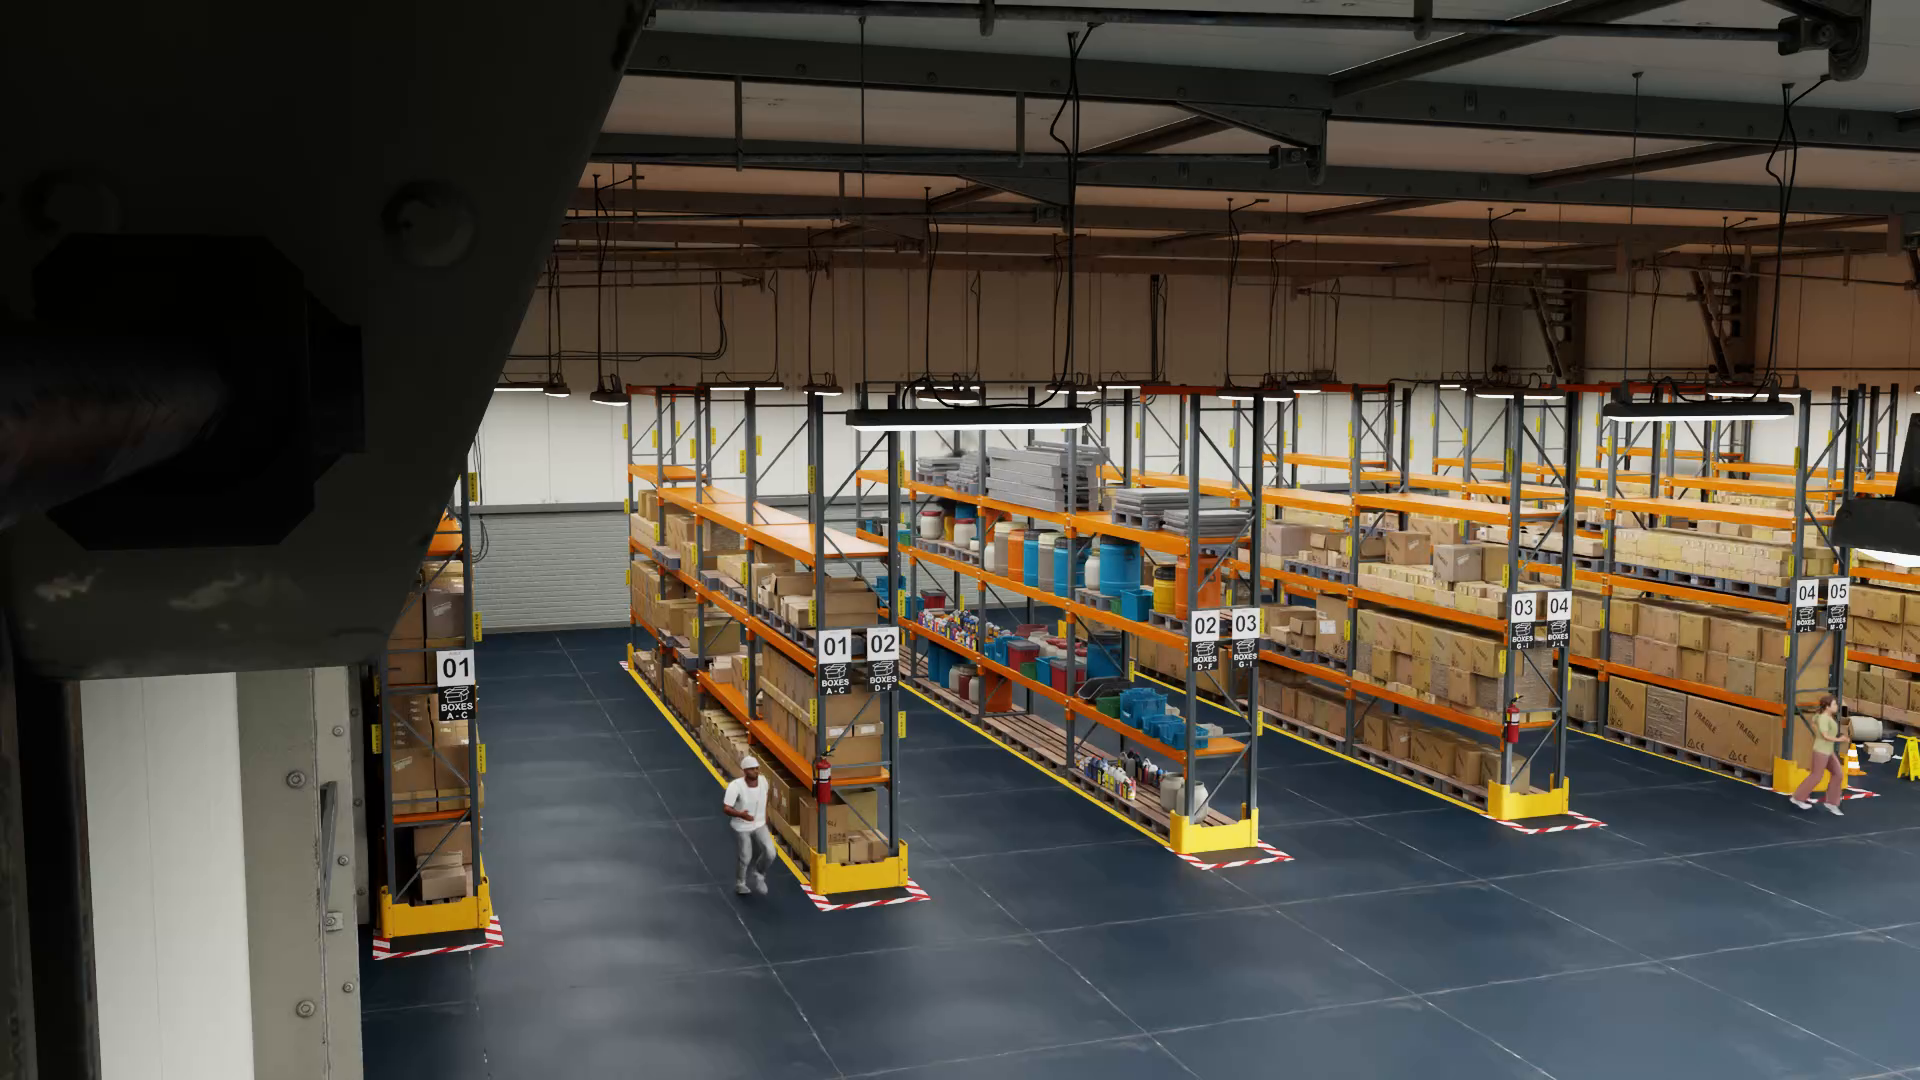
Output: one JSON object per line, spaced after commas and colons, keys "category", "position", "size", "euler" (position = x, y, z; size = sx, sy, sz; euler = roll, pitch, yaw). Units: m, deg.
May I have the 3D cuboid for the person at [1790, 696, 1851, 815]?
{"category": "person", "position": [12.271, 3.048, 23.690], "size": [0.730, 1.697, 0.590], "euler": [4, 7, 34]}

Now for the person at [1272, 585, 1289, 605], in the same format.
{"category": "person", "position": [7.008, 1.773, 36.412], "size": [0.538, 1.605, 0.877], "euler": [-2, 6, -19]}

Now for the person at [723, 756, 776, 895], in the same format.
{"category": "person", "position": [-2.490, 3.414, 19.842], "size": [0.719, 1.715, 0.716], "euler": [-4, 7, -36]}

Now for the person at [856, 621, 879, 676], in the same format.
{"category": "person", "position": [-1.708, 2.072, 30.424], "size": [0.690, 1.708, 0.635], "euler": [-2, 6, -16]}
